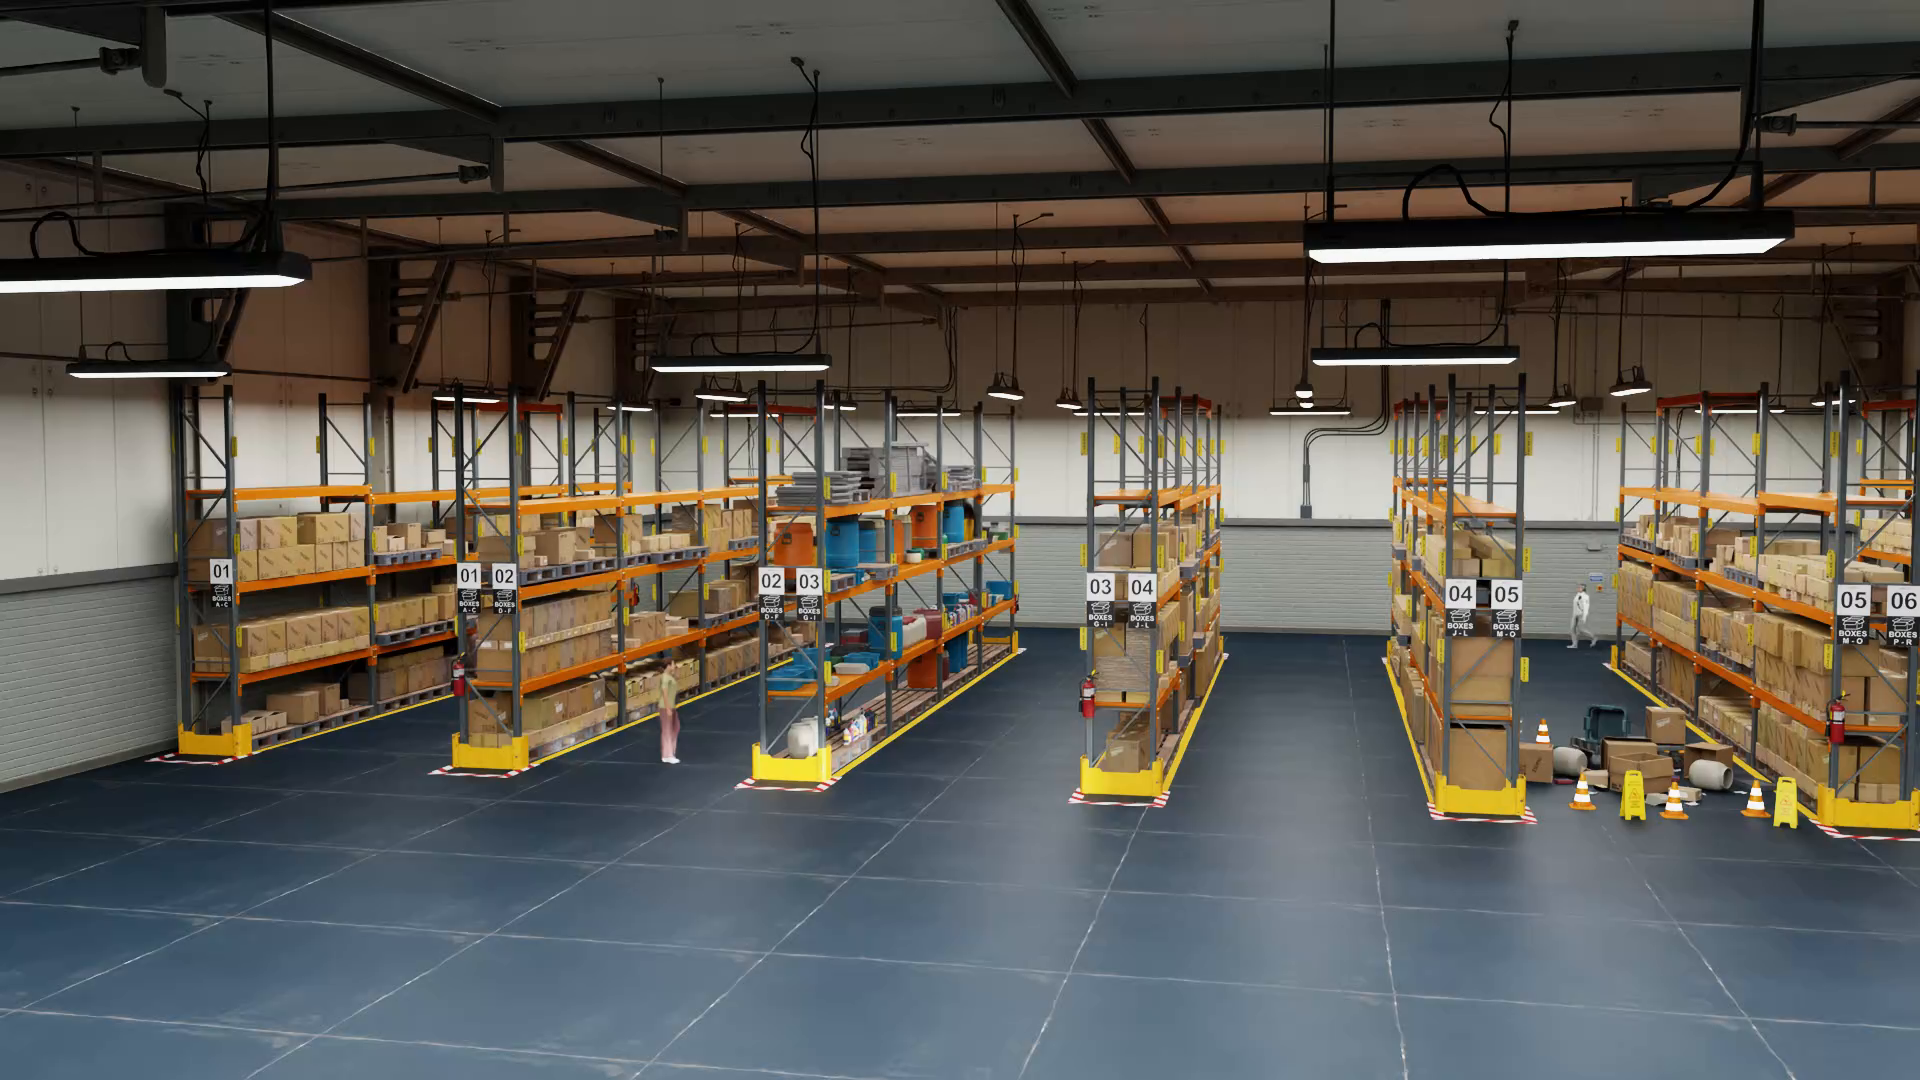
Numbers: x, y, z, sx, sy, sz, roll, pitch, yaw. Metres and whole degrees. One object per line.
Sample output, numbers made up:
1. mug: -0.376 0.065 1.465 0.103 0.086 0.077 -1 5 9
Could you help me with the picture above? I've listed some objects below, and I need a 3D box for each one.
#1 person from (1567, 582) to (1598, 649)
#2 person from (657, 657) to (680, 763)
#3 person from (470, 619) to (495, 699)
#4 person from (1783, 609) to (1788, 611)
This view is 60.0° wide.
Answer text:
1. person: 15.359 1.860 41.108 0.703 1.644 0.530 -1 3 -16
2. person: -4.636 2.718 26.444 0.354 1.735 0.515 0 3 -2
3. person: -8.984 2.375 31.319 0.573 1.800 0.655 1 4 25
4. person: 16.857 2.254 34.104 0.518 1.700 0.593 0 3 -4
